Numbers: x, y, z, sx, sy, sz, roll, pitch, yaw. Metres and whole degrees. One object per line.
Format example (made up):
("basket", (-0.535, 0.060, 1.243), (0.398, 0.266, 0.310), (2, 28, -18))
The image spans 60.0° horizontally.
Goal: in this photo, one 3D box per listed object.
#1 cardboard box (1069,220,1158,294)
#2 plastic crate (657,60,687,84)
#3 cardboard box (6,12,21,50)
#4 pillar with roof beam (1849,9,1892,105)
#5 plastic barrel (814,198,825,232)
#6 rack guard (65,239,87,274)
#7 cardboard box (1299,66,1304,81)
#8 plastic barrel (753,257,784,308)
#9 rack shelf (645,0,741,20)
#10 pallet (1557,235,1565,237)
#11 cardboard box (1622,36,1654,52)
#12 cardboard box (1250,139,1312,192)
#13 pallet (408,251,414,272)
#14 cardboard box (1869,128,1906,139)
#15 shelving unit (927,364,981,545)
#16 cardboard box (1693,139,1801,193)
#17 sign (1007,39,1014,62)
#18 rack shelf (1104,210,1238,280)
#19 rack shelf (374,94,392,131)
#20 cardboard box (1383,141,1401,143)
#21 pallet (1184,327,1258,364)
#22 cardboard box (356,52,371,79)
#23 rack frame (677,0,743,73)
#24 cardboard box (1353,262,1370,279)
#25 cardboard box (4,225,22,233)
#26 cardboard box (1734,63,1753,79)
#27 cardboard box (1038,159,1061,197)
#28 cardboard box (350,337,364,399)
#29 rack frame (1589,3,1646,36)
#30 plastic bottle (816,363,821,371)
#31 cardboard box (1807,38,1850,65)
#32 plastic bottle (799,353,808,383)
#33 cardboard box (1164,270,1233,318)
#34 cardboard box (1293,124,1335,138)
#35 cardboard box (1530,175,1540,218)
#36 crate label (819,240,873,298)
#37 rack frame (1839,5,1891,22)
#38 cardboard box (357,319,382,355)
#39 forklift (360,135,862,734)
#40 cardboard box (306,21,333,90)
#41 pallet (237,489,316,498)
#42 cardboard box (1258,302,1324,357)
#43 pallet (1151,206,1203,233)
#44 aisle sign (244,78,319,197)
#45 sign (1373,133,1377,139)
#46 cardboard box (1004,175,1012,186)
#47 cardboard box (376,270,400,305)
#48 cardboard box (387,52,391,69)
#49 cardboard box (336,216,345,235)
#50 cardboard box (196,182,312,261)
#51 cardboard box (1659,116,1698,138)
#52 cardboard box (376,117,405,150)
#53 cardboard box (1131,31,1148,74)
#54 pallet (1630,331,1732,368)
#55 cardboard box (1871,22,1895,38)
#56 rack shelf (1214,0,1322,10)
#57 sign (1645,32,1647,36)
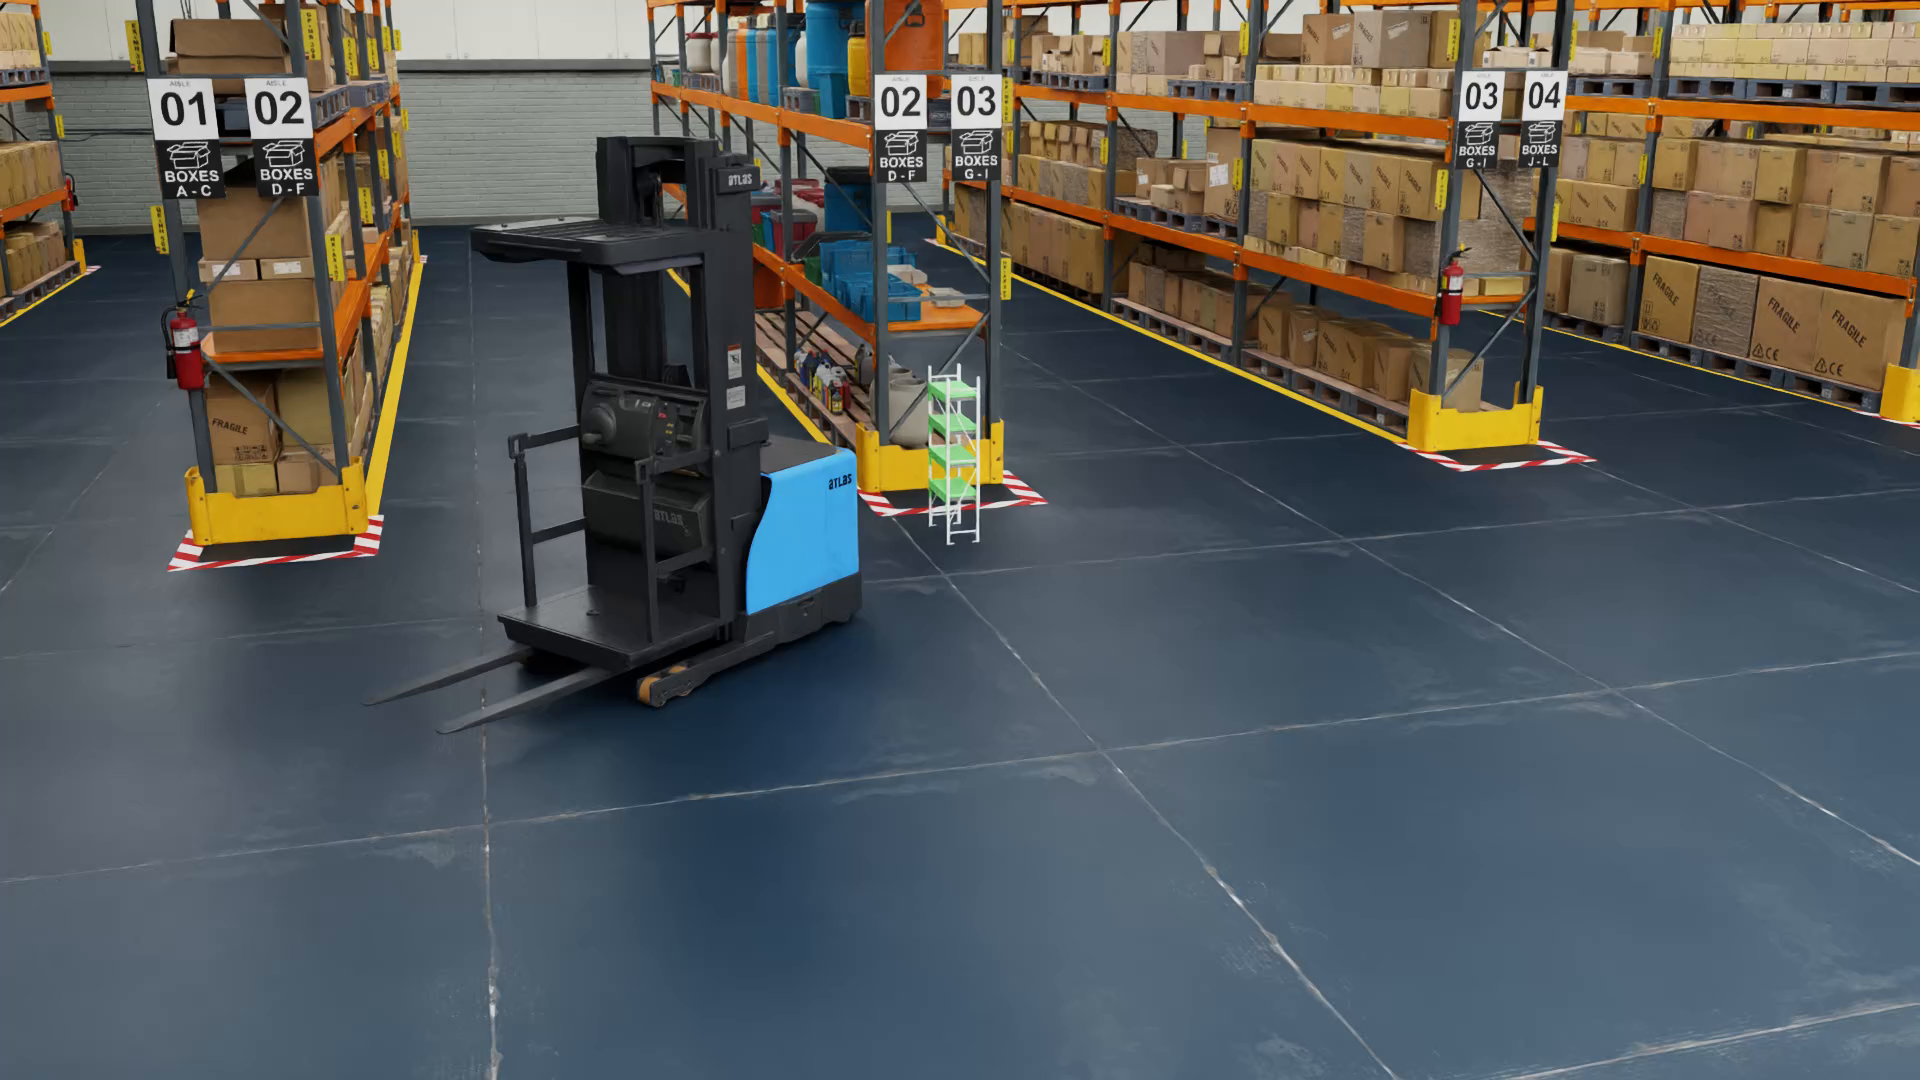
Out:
("cardboard box", (2.218, -3.865, 22.568), (1.225, 0.875, 0.875), (-6, 18, -18))
("plastic crate", (-4.418, -7.273, 25.843), (0.504, 0.338, 0.767), (-5, 17, -15))
("cardboard box", (-13.357, -7.036, 23.001), (0.500, 0.500, 0.500), (-5, 18, -18))
("pillar with roof beam", (12.124, -9.569, 28.165), (9.100, 9.000, 0.400), (-5, 17, -15))
("plastic barrel", (-1.328, -3.338, 17.614), (0.433, 0.535, 0.433), (0, 17, 0))
("rack guard", (-14.106, -4.336, 25.519), (1.175, 0.500, 0.348), (-5, 17, -15))
("cardboard box", (3.581, -4.614, 16.453), (0.380, 0.149, 0.250), (-4, 17, -14))
("plastic barrel", (-2.526, -3.393, 21.076), (0.600, 0.830, 0.708), (-5, 17, -15))
("rack shelf", (-4.024, -8.094, 25.201), (1.077, 0.370, 4.000), (-5, 17, -15))
("pallet", (10.683, -5.260, 29.095), (1.003, 0.211, 1.213), (-5, 17, -15))
("cardboard box", (10.780, -7.798, 26.579), (0.500, 0.500, 0.500), (-5, 17, -16))
("cardboard box", (3.366, -3.907, 17.316), (0.500, 0.500, 0.500), (-5, 17, -15))
("pallet", (-9.096, -4.342, 26.042), (1.003, 0.211, 1.213), (-5, 17, -15))
("cardboard box", (12.637, -5.544, 22.647), (0.380, 0.149, 0.250), (-6, 18, -18))
("shelving unit", (-0.045, -0.620, 11.932), (0.258, 1.200, 0.503), (-5, 17, -15))
("cardboard box", (8.615, -4.088, 18.209), (0.875, 0.550, 0.550), (-5, 17, -15))
("sign", (0.755, -7.273, 24.700), (0.100, 0.325, 0.005), (-5, 17, -15))
("rack shelf", (2.937, -3.591, 19.943), (1.077, 0.370, 4.000), (-5, 17, -15))
("rack shelf", (-7.688, -5.352, 20.591), (1.077, 0.370, 4.000), (-5, 17, -15))
("cardboard box", (6.599, -6.011, 25.422), (0.380, 0.149, 0.250), (-5, 17, -15))
("pallet", (3.271, -2.262, 19.116), (1.003, 0.211, 1.213), (-5, 17, -15))
("cardboard box", (-7.574, -5.594, 19.973), (0.910, 0.500, 0.500), (-5, 17, -15))
("rack frame", (-3.474, -8.077, 23.198), (1.000, 3.000, 0.127), (-5, 17, -15))
("cardboard box", (3.950, -2.563, 15.706), (0.380, 0.149, 0.250), (-5, 17, -15))
("cardboard box", (-13.829, -4.465, 24.090), (0.380, 0.149, 0.250), (-5, 17, -15))
("cardboard box", (8.338, -4.903, 17.379), (0.380, 0.149, 0.250), (-5, 17, -16))
("cardboard box", (1.450, -5.219, 23.938), (0.500, 0.500, 0.500), (-5, 17, -17))
("cardboard box", (-5.434, -1.455, 14.329), (0.500, 0.500, 0.500), (-5, 17, -15))
("rack frame", (10.817, -9.252, 27.110), (1.000, 3.000, 0.127), (-5, 17, -15))
("plastic bottle", (-1.324, -1.549, 15.872), (0.097, 0.271, 0.097), (0, 17, 0))
("cardboard box", (8.706, -4.787, 16.300), (0.500, 0.250, 0.500), (-5, 17, -16))
("plastic bottle", (-1.494, -1.687, 16.324), (0.152, 0.276, 0.135), (-4, 17, -13))
("cardboard box", (2.918, -3.010, 20.339), (0.700, 0.500, 0.500), (-3, 17, -11))
("cardboard box", (5.696, -6.737, 26.738), (0.500, 0.500, 0.500), (-5, 18, -17))
("cardboard box", (7.463, -4.337, 21.004), (0.500, 0.500, 0.500), (-5, 17, -16))
("crate label", (-0.942, -2.389, 14.630), (0.502, 0.435, 0.616), (-5, 17, -15))
("rack frame", (15.588, -9.645, 28.420), (1.000, 3.000, 0.127), (-5, 17, -15))
("cardboard box", (-6.046, -2.026, 16.557), (0.500, 0.311, 0.500), (-5, 17, -16))
("forklift", (-1.882, -0.661, 9.058), (1.130, 2.935, 3.031), (12, 20, 34))
("cardboard box", (-5.134, -3.727, 12.786), (0.500, 0.500, 0.500), (-5, 17, -15))
("pallet", (-5.190, -0.367, 12.805), (1.003, 0.211, 1.213), (-5, 17, -15))
("cardboard box", (3.558, -2.273, 17.919), (0.500, 0.500, 0.500), (-5, 18, -17))
("pallet", (2.971, -3.853, 19.897), (1.003, 0.211, 1.213), (-5, 17, -15))
("aisle sign", (-4.627, -2.745, 11.357), (0.394, 0.787, 0.004), (-5, 17, -15))
("sign", (6.617, -6.559, 26.560), (0.100, 0.325, 0.005), (-5, 17, -15))
("cardboard box", (0.889, -5.533, 25.596), (0.380, 0.149, 0.250), (-5, 17, -15))
("cardboard box", (-7.138, -3.013, 20.349), (0.500, 0.500, 0.500), (-5, 18, -17))
("cardboard box", (-8.398, -6.849, 23.716), (0.500, 0.250, 0.500), (-5, 17, -15))
("cardboard box", (-5.618, -2.760, 14.624), (0.380, 0.149, 0.250), (-5, 17, -17))
("cardboard box", (-5.071, -2.308, 11.992), (0.700, 0.500, 0.500), (-5, 17, -15))
("cardboard box", (11.111, -6.341, 25.936), (0.500, 0.500, 0.500), (-5, 17, -16))
("cardboard box", (-8.811, -6.205, 25.484), (0.500, 0.500, 0.500), (-4, 17, -14))
("cardboard box", (2.405, -5.922, 20.195), (0.500, 0.500, 0.500), (-5, 17, -15))
("pallet", (8.417, -2.195, 18.891), (1.003, 0.211, 1.213), (-5, 17, -15))
("cardboard box", (8.826, -4.794, 15.629), (0.380, 0.149, 0.250), (-4, 17, -14))
("rack shelf", (5.535, -9.040, 27.660), (1.077, 0.370, 4.000), (-5, 17, -15))
("sign", (11.336, -8.259, 27.574), (0.100, 0.325, 0.005), (-5, 17, -15))
